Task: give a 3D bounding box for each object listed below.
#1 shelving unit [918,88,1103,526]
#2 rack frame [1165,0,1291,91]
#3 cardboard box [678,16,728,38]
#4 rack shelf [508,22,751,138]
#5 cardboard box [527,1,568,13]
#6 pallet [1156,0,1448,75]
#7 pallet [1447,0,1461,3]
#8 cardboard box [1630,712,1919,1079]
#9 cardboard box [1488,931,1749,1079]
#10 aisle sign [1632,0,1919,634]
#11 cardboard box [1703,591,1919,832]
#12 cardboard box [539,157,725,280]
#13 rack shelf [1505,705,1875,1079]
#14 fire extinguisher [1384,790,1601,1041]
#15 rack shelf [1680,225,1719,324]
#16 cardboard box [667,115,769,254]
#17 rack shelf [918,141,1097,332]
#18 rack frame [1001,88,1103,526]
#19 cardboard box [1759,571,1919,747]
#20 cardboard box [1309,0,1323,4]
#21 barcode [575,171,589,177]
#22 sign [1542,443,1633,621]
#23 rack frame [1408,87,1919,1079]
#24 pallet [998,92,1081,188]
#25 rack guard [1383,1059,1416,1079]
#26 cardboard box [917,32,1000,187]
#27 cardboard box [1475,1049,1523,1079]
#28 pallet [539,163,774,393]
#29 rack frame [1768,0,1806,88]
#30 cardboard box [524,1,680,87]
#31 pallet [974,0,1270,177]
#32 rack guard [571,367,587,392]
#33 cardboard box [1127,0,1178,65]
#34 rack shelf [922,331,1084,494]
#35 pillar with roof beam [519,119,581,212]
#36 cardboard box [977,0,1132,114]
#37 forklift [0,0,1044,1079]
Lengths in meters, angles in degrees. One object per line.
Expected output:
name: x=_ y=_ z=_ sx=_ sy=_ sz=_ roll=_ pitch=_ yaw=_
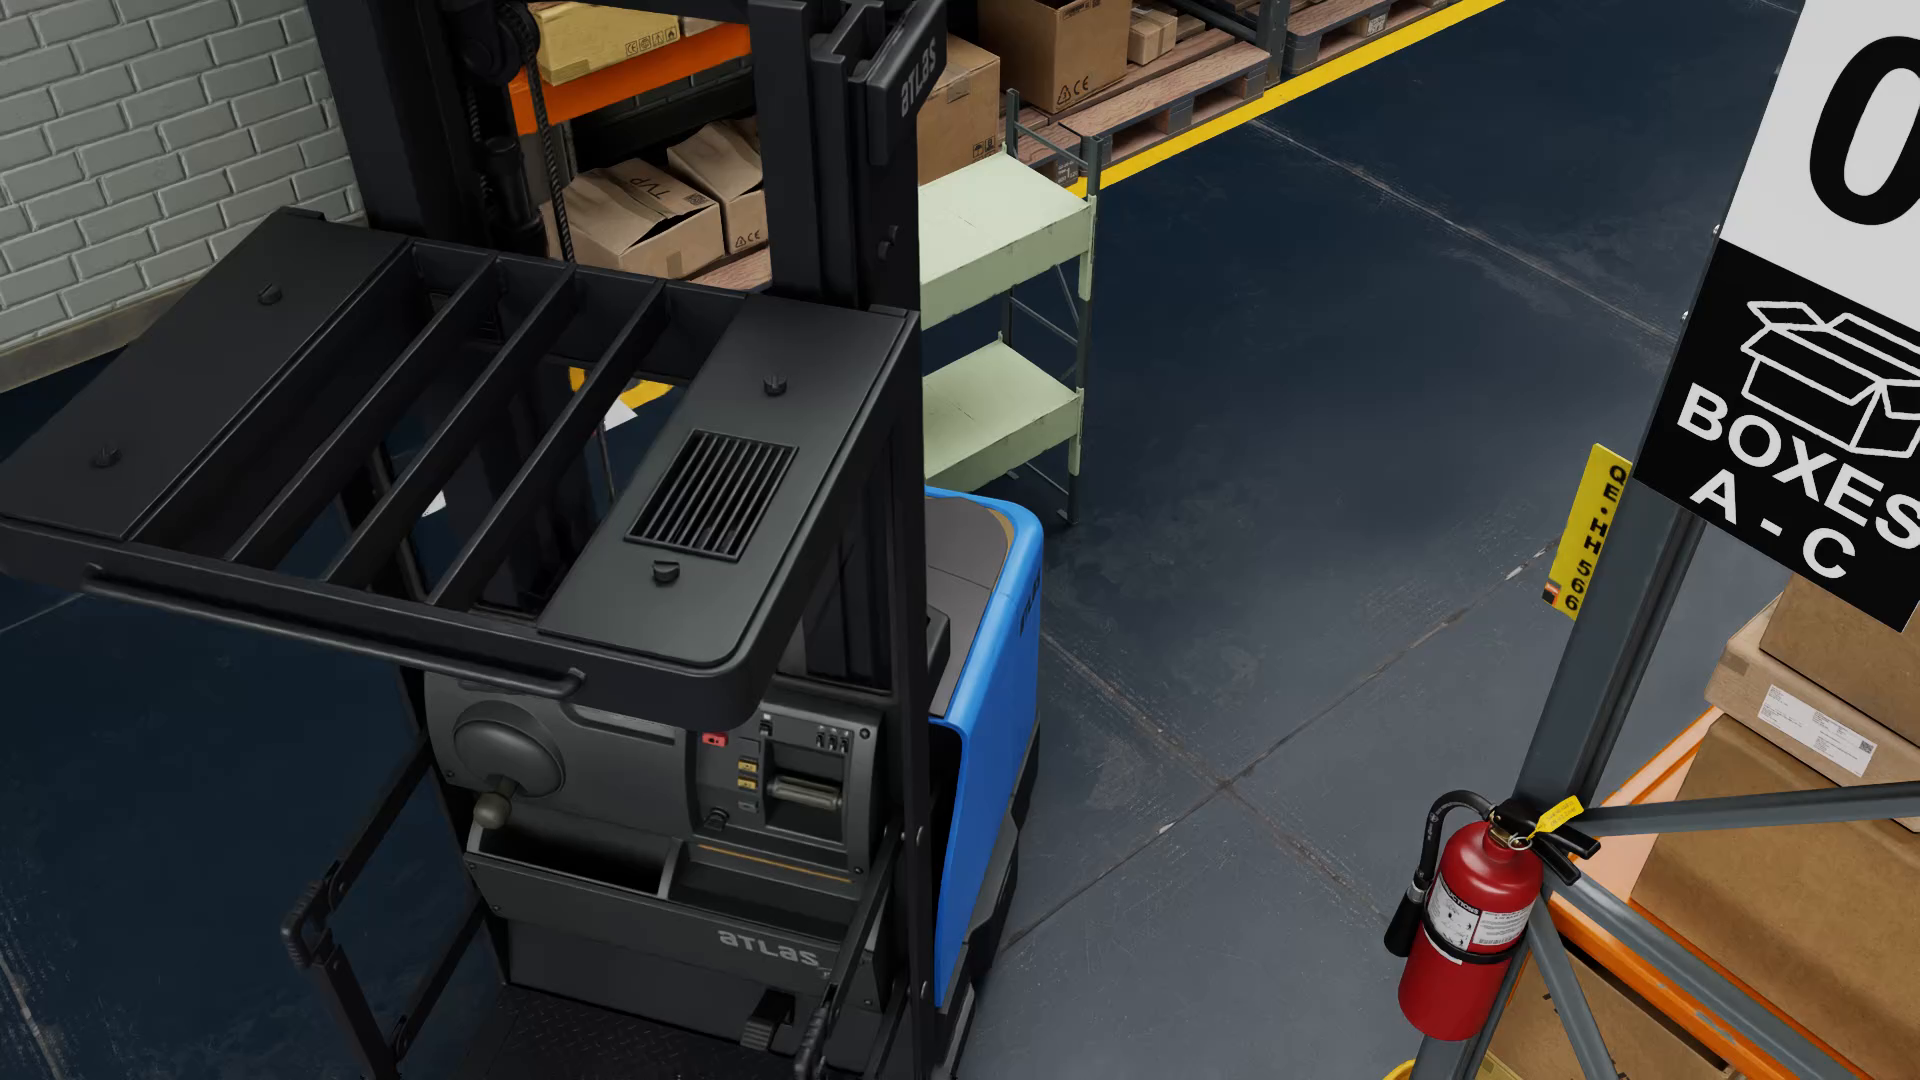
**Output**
shelving unit: x=-0.005 y=-0.544 z=5.233 sx=0.755 sy=1.500 sz=0.431 roll=-30 pitch=51 yaw=-28
rack frame: x=1.194 y=-3.556 z=7.345 sx=0.127 sy=3.000 sz=1.000 roll=-30 pitch=51 yaw=-28
cardboard box: x=-0.907 y=-2.035 z=5.820 sx=0.500 sy=0.250 sz=0.500 roll=-31 pitch=52 yaw=-29
rack shelf: x=-0.340 y=-2.415 z=6.656 sx=4.000 sy=0.370 sz=1.077 roll=-30 pitch=51 yaw=-28
cardboard box: x=-1.315 y=-2.077 z=5.317 sx=0.500 sy=0.500 sz=0.500 roll=-30 pitch=51 yaw=-28
pallet: x=1.790 y=-2.882 z=8.665 sx=1.213 sy=0.211 sz=1.003 roll=-30 pitch=51 yaw=-28
pallet: x=2.727 y=-3.421 z=9.238 sx=1.213 sy=0.211 sz=1.003 roll=-30 pitch=51 yaw=-28
cardboard box: x=1.673 y=0.566 z=2.883 sx=0.500 sy=0.500 sz=0.700 roll=-30 pitch=51 yaw=-28
cardboard box: x=1.527 y=0.985 z=3.664 sx=0.500 sy=0.500 sz=0.500 roll=-30 pitch=51 yaw=-28
aisle sign: x=1.068 y=-0.272 z=1.950 sx=0.004 sy=0.787 sz=0.394 roll=-30 pitch=51 yaw=-28
cardboard box: x=1.478 y=0.260 z=2.735 sx=0.250 sy=0.149 sz=0.380 roll=-31 pitch=51 yaw=-28
cardboard box: x=-1.286 y=-1.236 z=6.517 sx=0.500 sy=0.311 sz=0.500 roll=33 pitch=52 yaw=30
rack shelf: x=2.841 y=0.184 z=3.888 sx=4.000 sy=0.370 sz=1.077 roll=-30 pitch=51 yaw=-28
fire extinguisher: x=0.918 y=0.637 z=2.937 sx=0.183 sy=0.674 sz=0.296 roll=-30 pitch=51 yaw=-28
rack shelf: x=2.841 y=-0.909 z=2.861 sx=4.000 sy=0.370 sz=1.077 roll=-30 pitch=51 yaw=-28
cardboard box: x=-0.848 y=-1.486 z=6.784 sx=0.500 sy=0.311 sz=0.500 roll=-26 pitch=49 yaw=-25
rack shelf: x=-0.005 y=-0.828 z=4.966 sx=0.720 sy=0.370 sz=0.431 roll=-30 pitch=51 yaw=-28
rack frame: x=0.276 y=-0.705 z=5.405 sx=0.023 sy=1.500 sz=0.400 roll=-30 pitch=51 yaw=-28
cardboard box: x=1.714 y=0.070 z=2.464 sx=0.500 sy=0.500 sz=0.700 roll=-30 pitch=51 yaw=-28
cardboard box: x=1.748 y=-3.137 z=8.404 sx=0.500 sy=0.500 sz=0.700 roll=-28 pitch=50 yaw=-27
barcode: x=-1.528 y=-1.457 z=6.746 sx=0.075 sy=0.075 sz=0.001 roll=-30 pitch=51 yaw=-28
sign: x=0.969 y=0.001 z=2.539 sx=0.005 sy=0.325 sz=0.100 roll=-30 pitch=51 yaw=-28
rack frame: x=1.307 y=0.801 z=2.706 sx=0.127 sy=3.000 sz=1.000 roll=-30 pitch=51 yaw=-28
pallet: x=-0.235 y=-1.687 z=7.392 sx=1.213 sy=0.211 sz=1.003 roll=-30 pitch=51 yaw=-28
rack guard: x=1.289 y=1.722 z=3.551 sx=0.348 sy=0.500 sz=1.175 roll=-30 pitch=51 yaw=-28
cardboard box: x=-0.254 y=-1.851 z=7.034 sx=0.500 sy=0.500 sz=0.700 roll=-33 pitch=52 yaw=-30
cardboard box: x=1.529 y=1.259 z=3.920 sx=0.500 sy=0.250 sz=0.500 roll=-30 pitch=51 yaw=-28
pallet: x=-1.170 y=-1.154 z=6.825 sx=1.213 sy=0.211 sz=1.003 roll=-30 pitch=51 yaw=-28
rack frame: x=1.307 y=-1.386 z=0.653 sx=0.127 sy=3.000 sz=1.000 roll=-30 pitch=51 yaw=-28
cardboard box: x=-1.296 y=-1.799 z=5.569 sx=0.500 sy=0.250 sz=0.500 roll=-31 pitch=51 yaw=-29
pallet: x=0.702 y=-2.226 z=7.966 sx=1.213 sy=0.211 sz=1.003 roll=-30 pitch=51 yaw=-28
rack guard: x=-1.816 y=-0.921 z=6.366 sx=0.348 sy=0.500 sz=1.175 roll=-30 pitch=51 yaw=-28
cardboard box: x=0.803 y=-2.433 z=7.897 sx=0.380 sy=0.166 sz=0.250 roll=32 pitch=52 yaw=30
rack shelf: x=-0.005 y=-0.306 z=5.457 sx=0.720 sy=0.370 sz=0.431 roll=-30 pitch=51 yaw=-28
pillar with roof beam: x=0.870 y=-2.487 z=1.825 sx=0.400 sy=9.000 sz=9.100 roll=-30 pitch=51 yaw=-28
cardboard box: x=0.424 y=-2.328 z=7.542 sx=0.500 sy=0.500 sz=0.500 roll=-34 pitch=53 yaw=-31
forklift: x=-0.662 y=0.509 z=3.067 sx=1.130 sy=2.935 sz=3.031 roll=11 pitch=44 yaw=11
